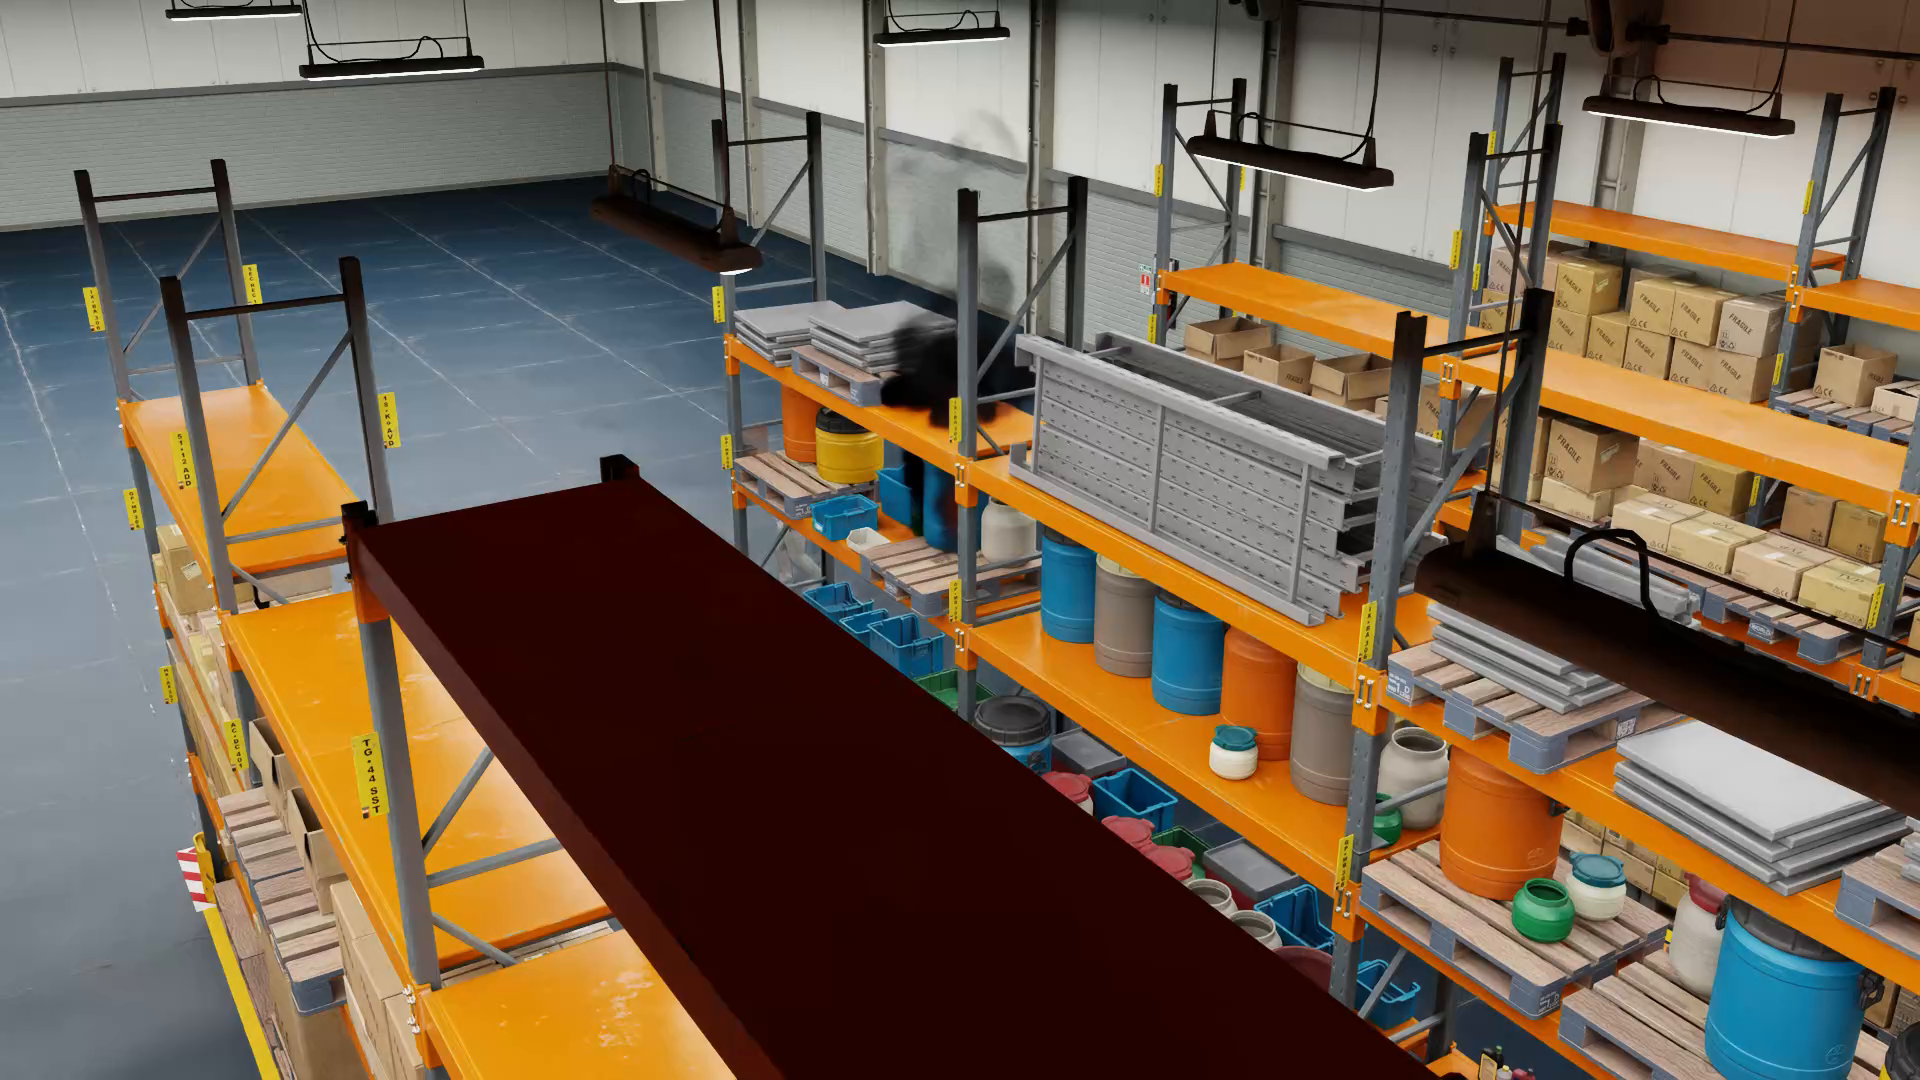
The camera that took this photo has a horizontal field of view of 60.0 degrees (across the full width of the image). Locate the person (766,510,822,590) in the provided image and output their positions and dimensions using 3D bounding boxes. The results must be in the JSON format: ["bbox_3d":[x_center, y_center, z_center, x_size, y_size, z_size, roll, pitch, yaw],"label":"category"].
[{"bbox_3d":[-1.904,-0.115,19.504,0.704,1.741,0.627,-1,22,-2],"label":"person"}]
